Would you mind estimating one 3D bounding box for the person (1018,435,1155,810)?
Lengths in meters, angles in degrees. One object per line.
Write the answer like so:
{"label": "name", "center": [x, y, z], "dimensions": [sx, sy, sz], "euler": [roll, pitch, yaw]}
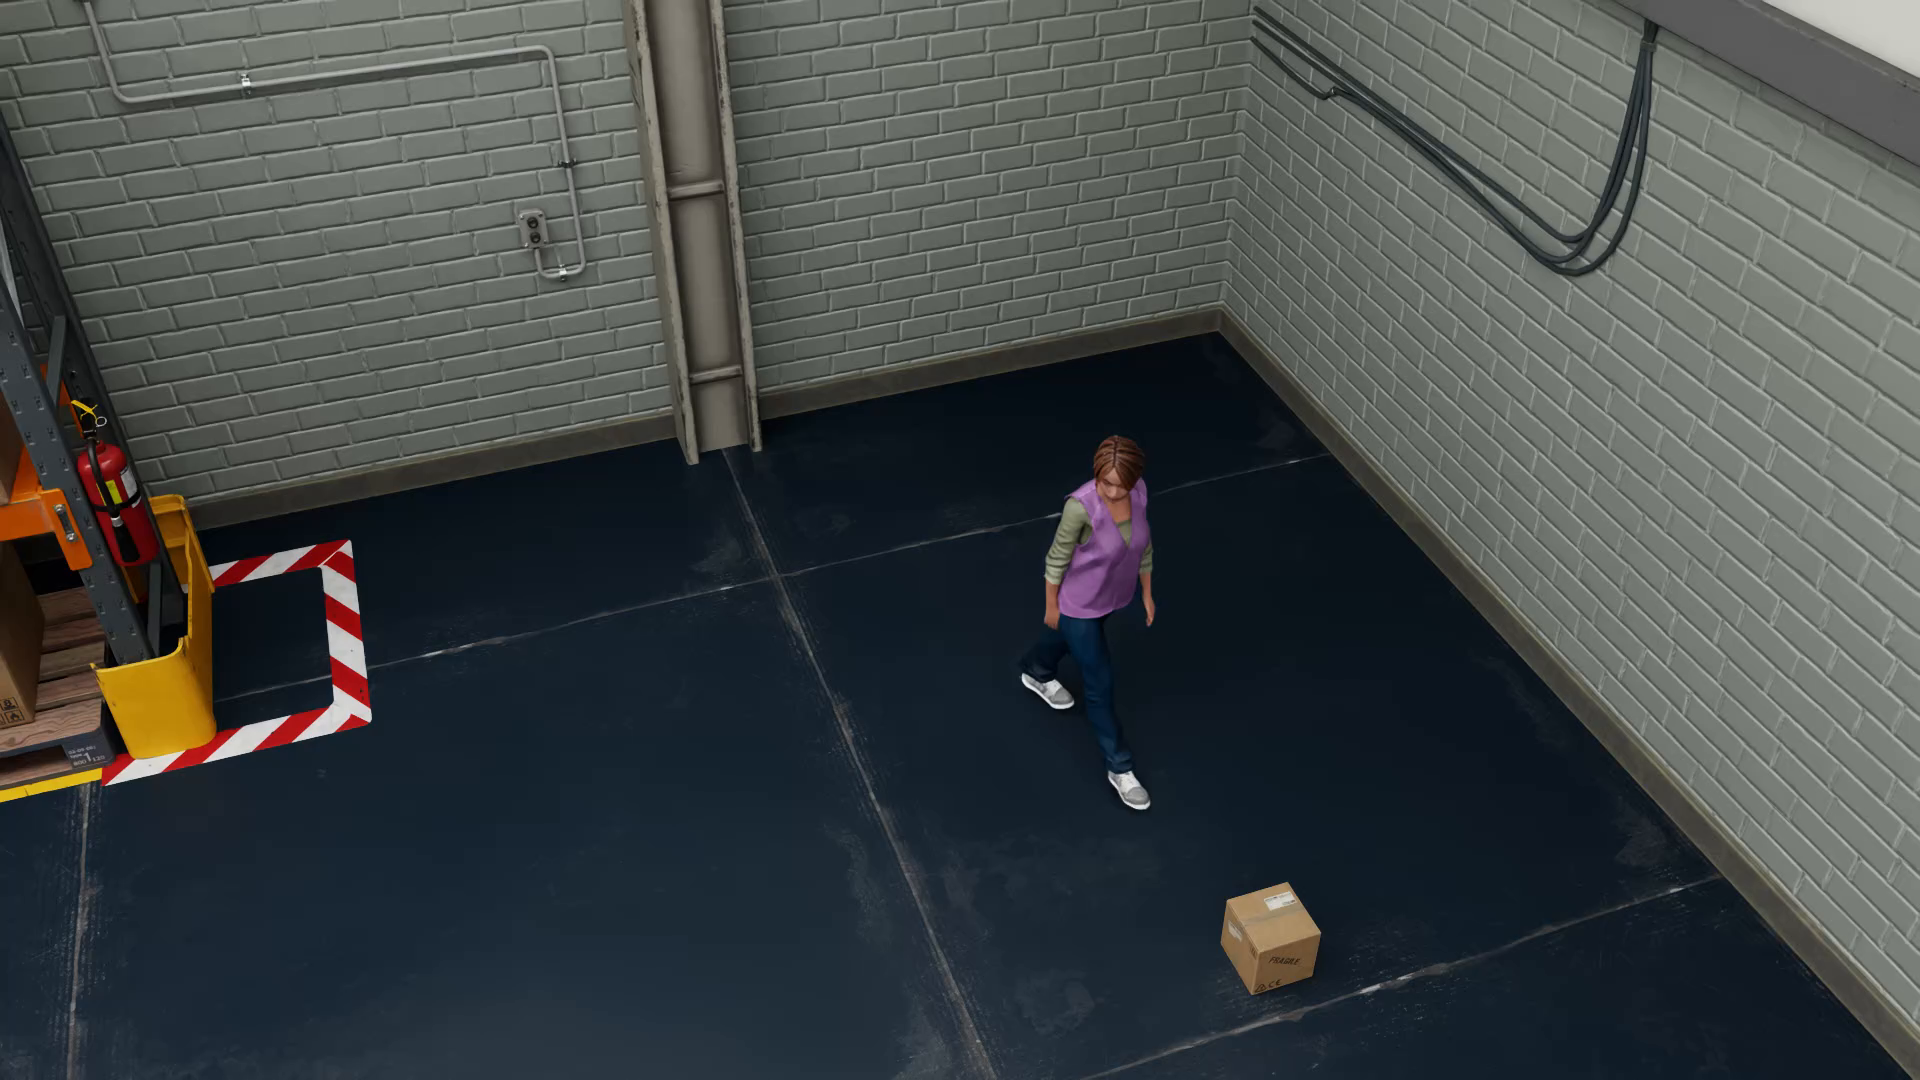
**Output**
{"label": "person", "center": [0.548, 0.227, 6.483], "dimensions": [0.425, 1.543, 0.897], "euler": [-29, 47, -32]}
